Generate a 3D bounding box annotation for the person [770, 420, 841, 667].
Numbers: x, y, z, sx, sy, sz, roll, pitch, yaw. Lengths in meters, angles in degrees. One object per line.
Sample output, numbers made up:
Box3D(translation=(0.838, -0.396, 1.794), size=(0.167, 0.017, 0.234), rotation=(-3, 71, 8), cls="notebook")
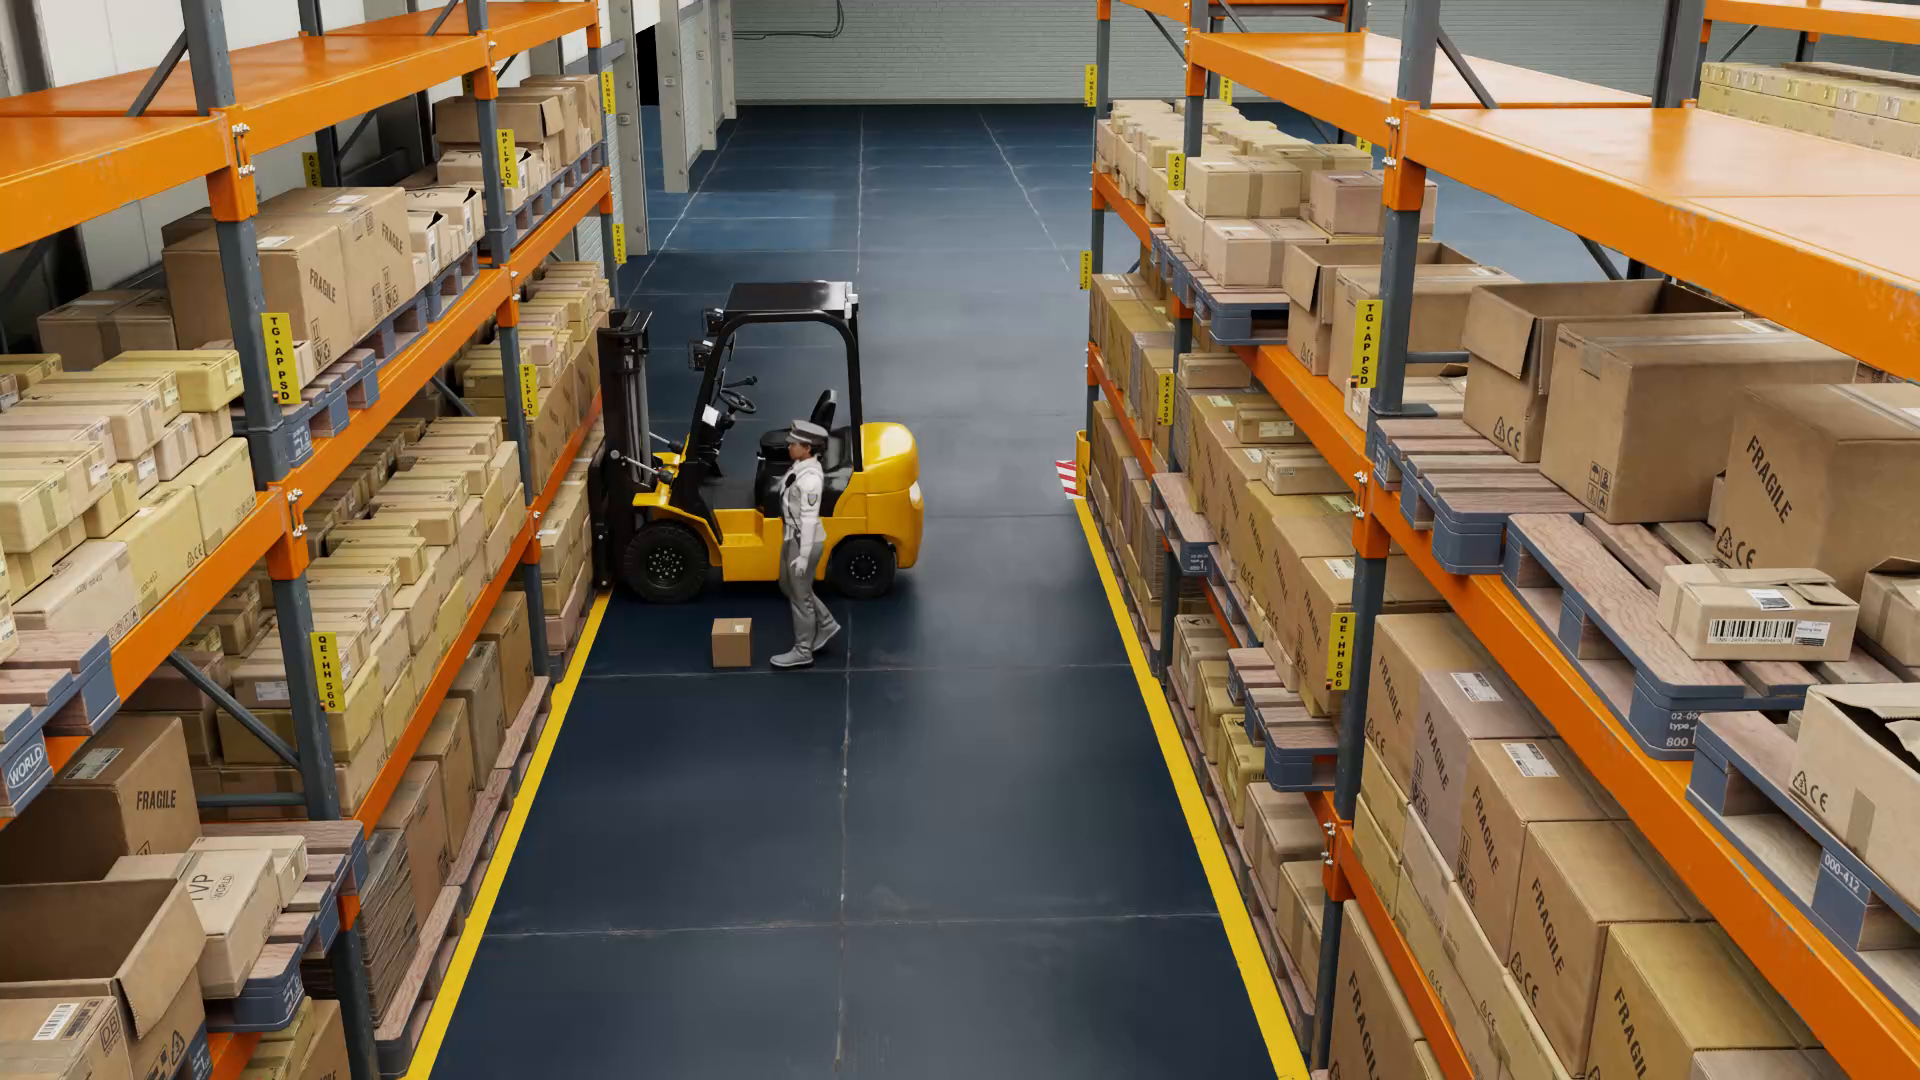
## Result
Box3D(translation=(-1.035, 0.023, 10.957), size=(0.497, 1.692, 0.509), rotation=(-3, 21, -8), cls="person")
